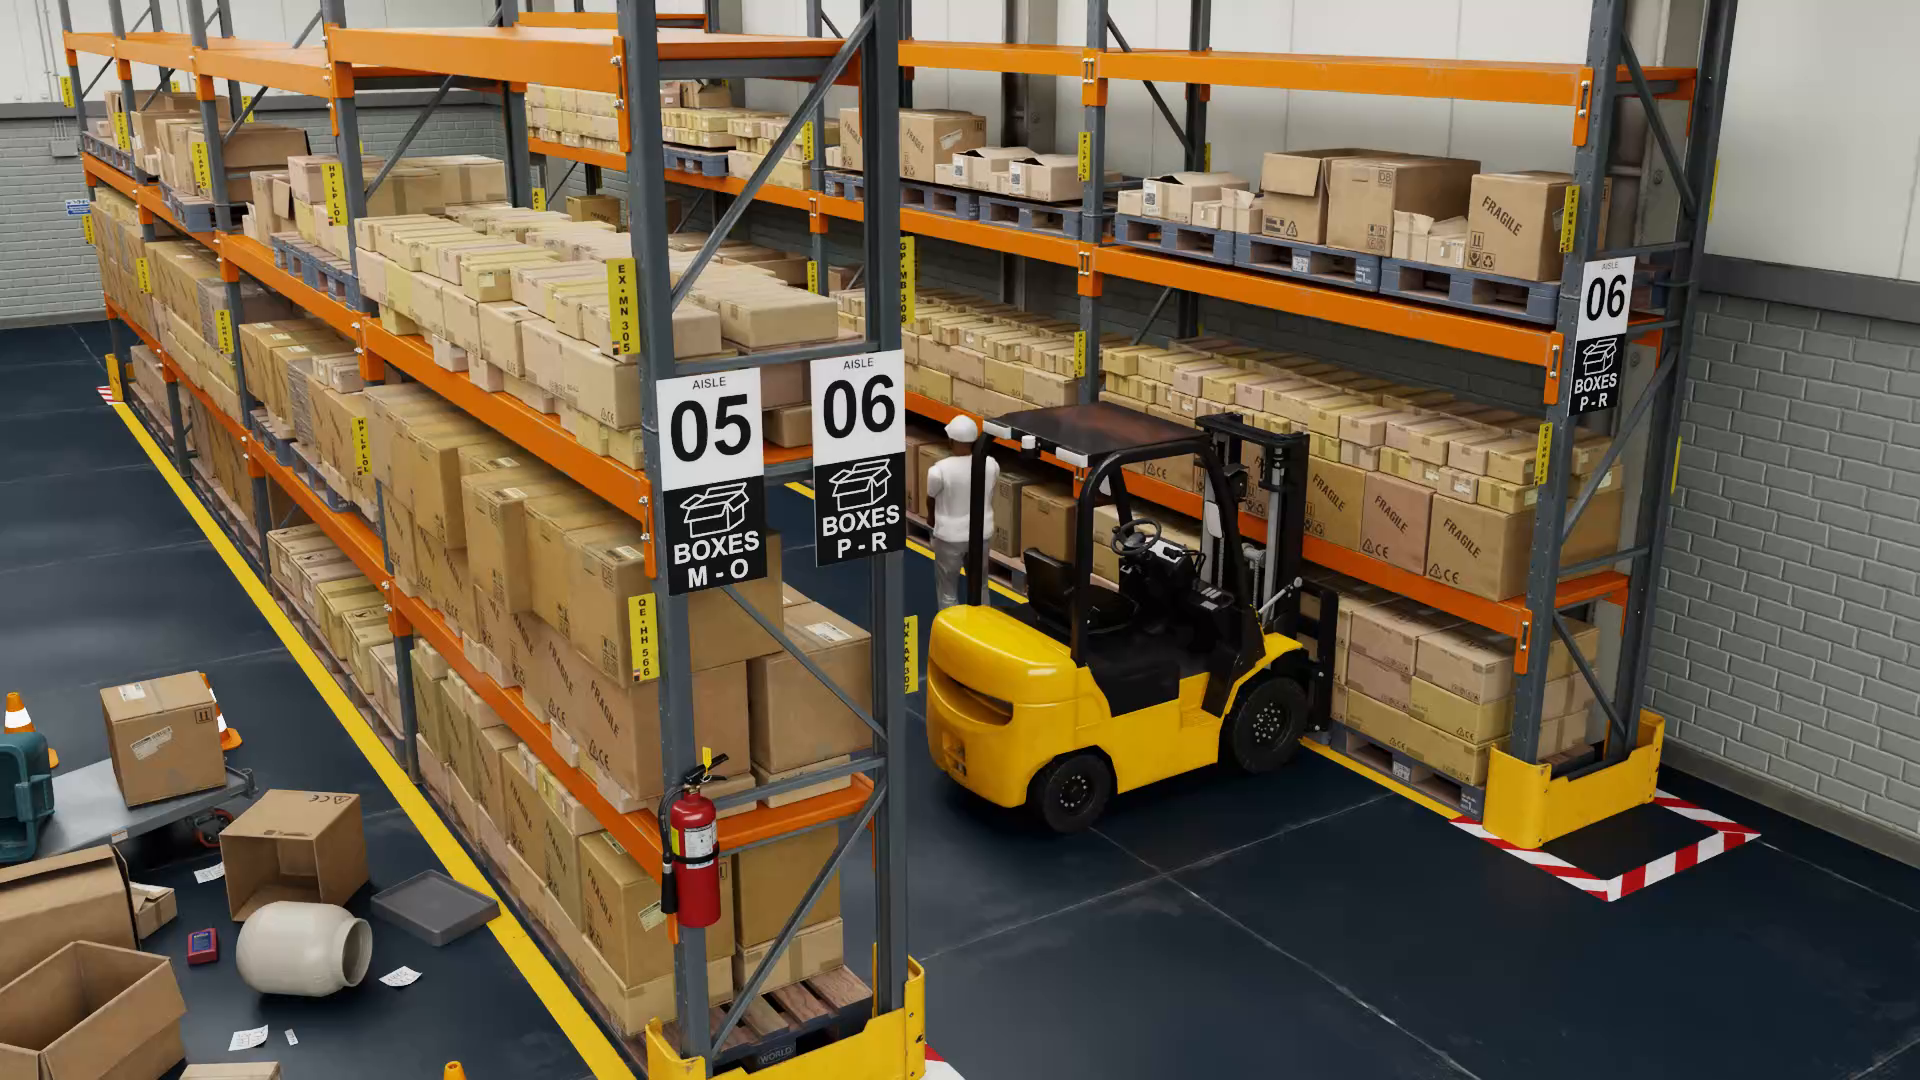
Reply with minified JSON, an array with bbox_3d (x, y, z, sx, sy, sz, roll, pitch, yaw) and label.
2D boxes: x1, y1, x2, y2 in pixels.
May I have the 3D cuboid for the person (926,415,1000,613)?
[{"bbox_3d":[-0.021,-0.051,11.683,0.504,1.760,0.584,-6,19,-18],"label":"person"}]
